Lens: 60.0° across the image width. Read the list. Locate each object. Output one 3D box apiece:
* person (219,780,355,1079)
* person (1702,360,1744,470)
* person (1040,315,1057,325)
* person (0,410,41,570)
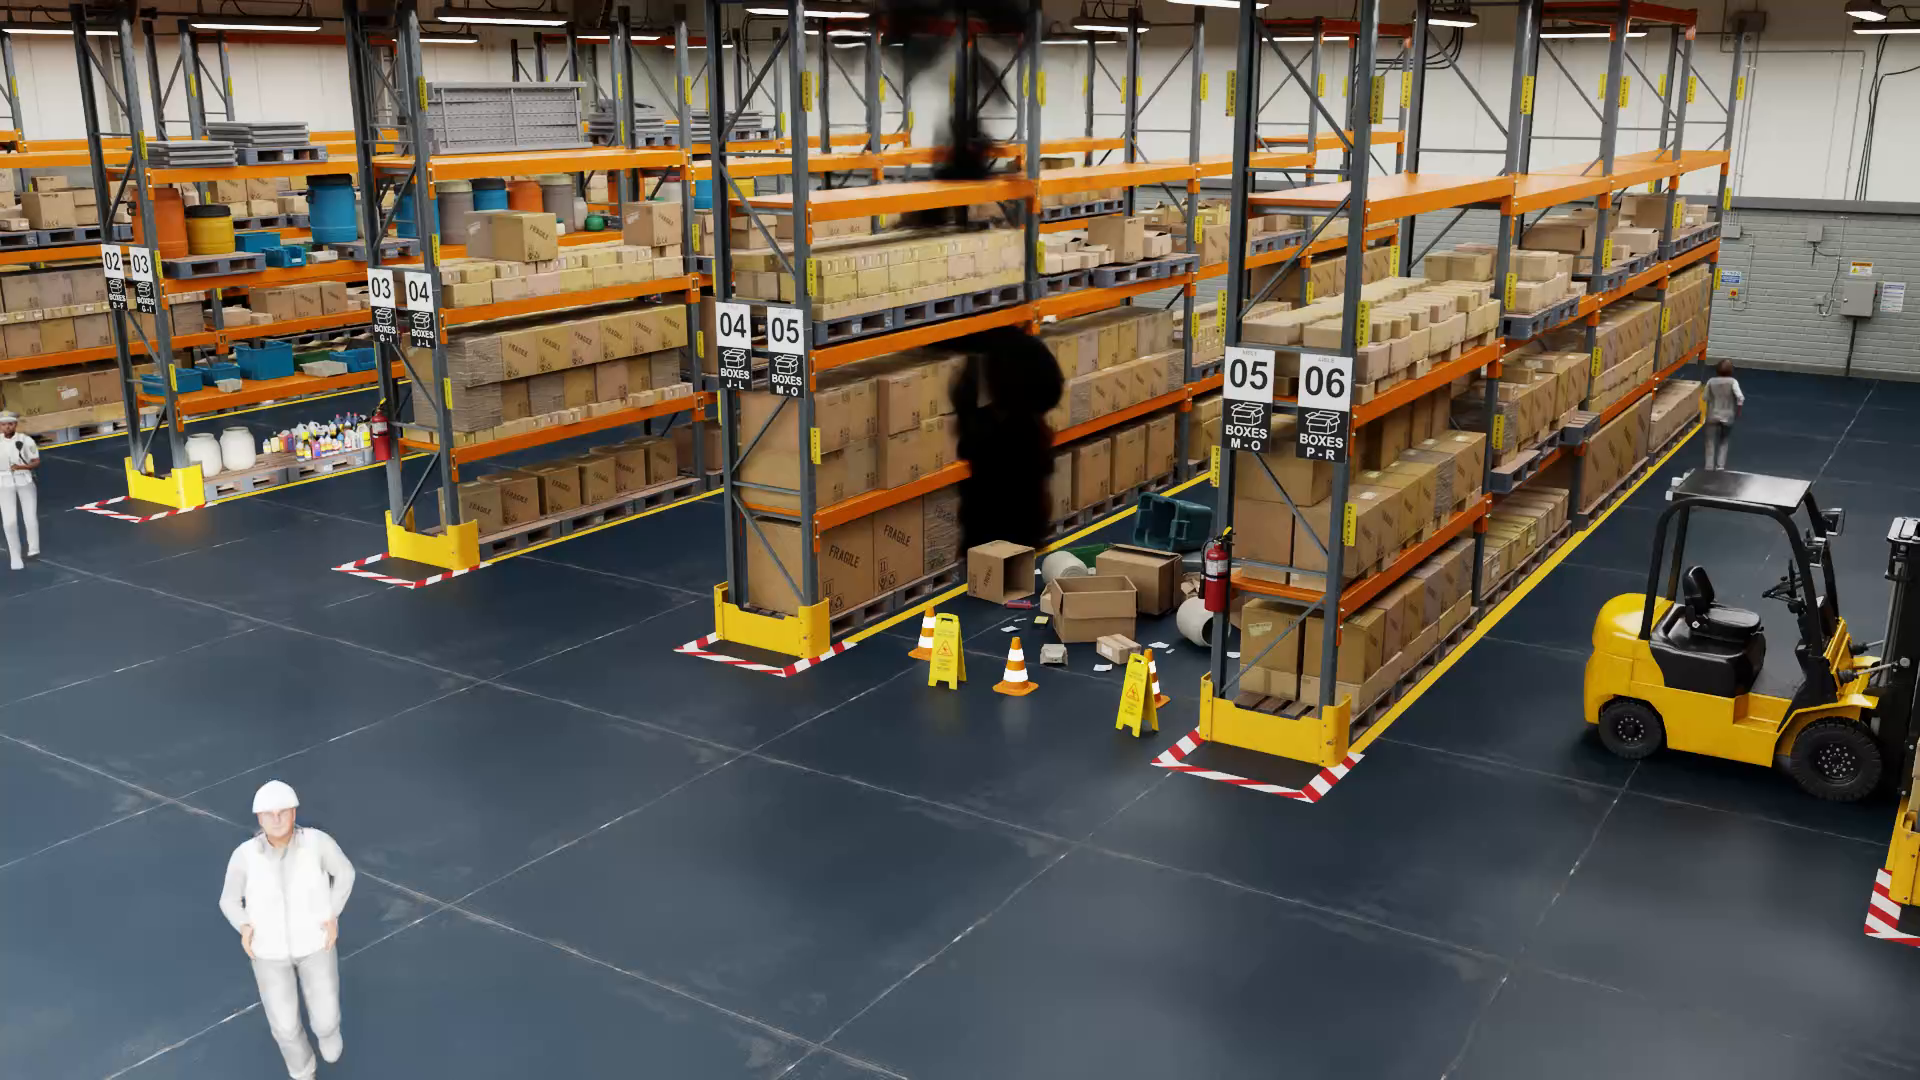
[{"bbox_3d":[-3.432,2.071,8.554,0.655,1.723,0.601,-5,16,-19],"label":"person"},{"bbox_3d":[9.975,-1.554,21.825,0.503,1.639,0.703,7,17,24],"label":"person"},{"bbox_3d":[1.196,-2.210,22.841,0.700,1.800,0.938,7,17,24],"label":"person"},{"bbox_3d":[-10.260,-0.552,18.077,0.543,1.754,0.727,-8,18,-27],"label":"person"}]
